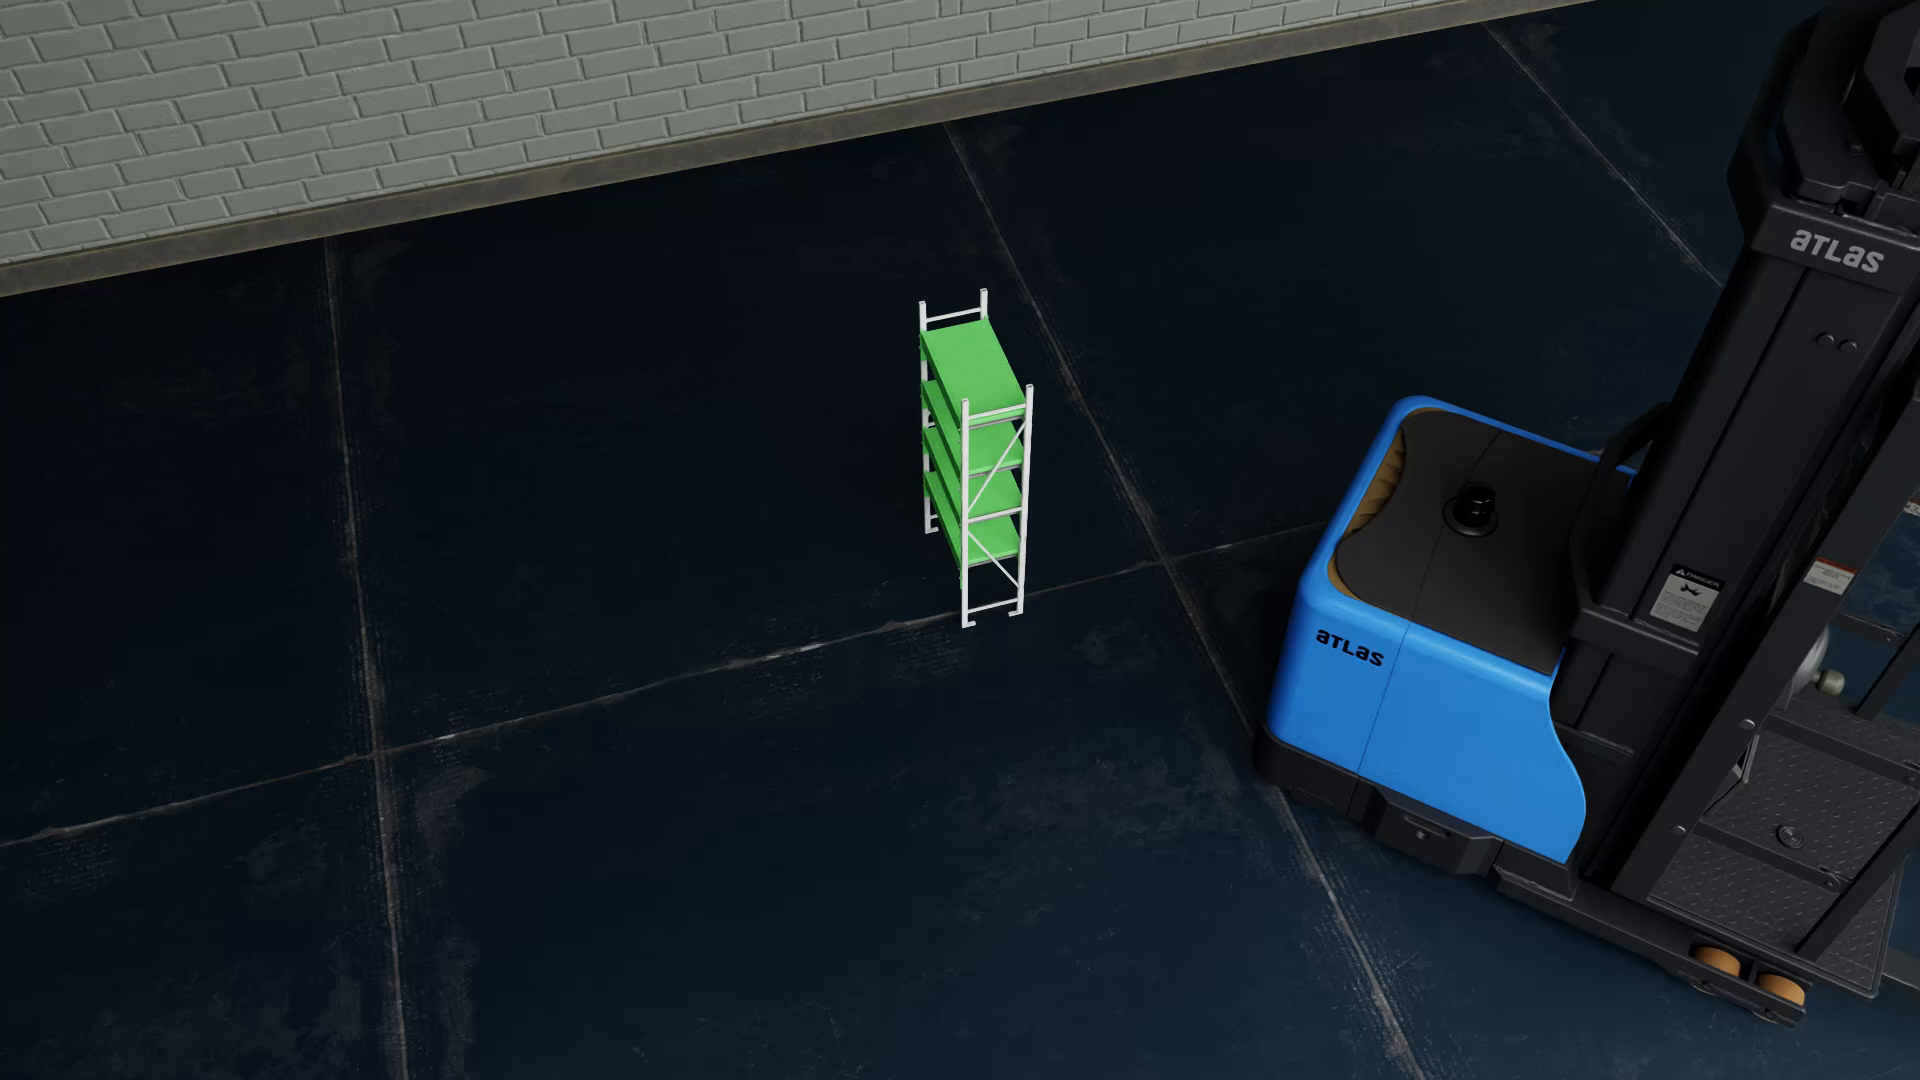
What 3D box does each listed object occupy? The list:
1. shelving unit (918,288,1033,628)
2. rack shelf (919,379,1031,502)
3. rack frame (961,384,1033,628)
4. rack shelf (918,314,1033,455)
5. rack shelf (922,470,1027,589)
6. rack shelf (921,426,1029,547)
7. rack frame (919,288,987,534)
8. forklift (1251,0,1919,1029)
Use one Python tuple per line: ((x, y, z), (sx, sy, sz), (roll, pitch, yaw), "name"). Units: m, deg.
((0.049, -0.266, 5.979), (0.258, 1.200, 0.503), (-13, 51, -11), "shelving unit")
((0.049, -0.379, 5.844), (0.258, 0.148, 0.480), (-13, 51, -11), "rack shelf")
((0.121, -0.088, 5.829), (0.240, 1.200, 0.015), (-13, 51, -11), "rack frame")
((0.049, -0.534, 5.661), (0.258, 0.148, 0.480), (-13, 51, -11), "rack shelf")
((0.049, -0.070, 6.211), (0.258, 0.148, 0.480), (-13, 51, -11), "rack shelf")
((0.049, -0.225, 6.028), (0.258, 0.148, 0.480), (-13, 51, -11), "rack shelf")
((-0.023, -0.444, 6.129), (0.240, 1.200, 0.015), (-13, 51, -11), "rack frame")
((2.558, 0.109, 4.531), (3.031, 2.935, 1.130), (23, 54, 18), "forklift")
